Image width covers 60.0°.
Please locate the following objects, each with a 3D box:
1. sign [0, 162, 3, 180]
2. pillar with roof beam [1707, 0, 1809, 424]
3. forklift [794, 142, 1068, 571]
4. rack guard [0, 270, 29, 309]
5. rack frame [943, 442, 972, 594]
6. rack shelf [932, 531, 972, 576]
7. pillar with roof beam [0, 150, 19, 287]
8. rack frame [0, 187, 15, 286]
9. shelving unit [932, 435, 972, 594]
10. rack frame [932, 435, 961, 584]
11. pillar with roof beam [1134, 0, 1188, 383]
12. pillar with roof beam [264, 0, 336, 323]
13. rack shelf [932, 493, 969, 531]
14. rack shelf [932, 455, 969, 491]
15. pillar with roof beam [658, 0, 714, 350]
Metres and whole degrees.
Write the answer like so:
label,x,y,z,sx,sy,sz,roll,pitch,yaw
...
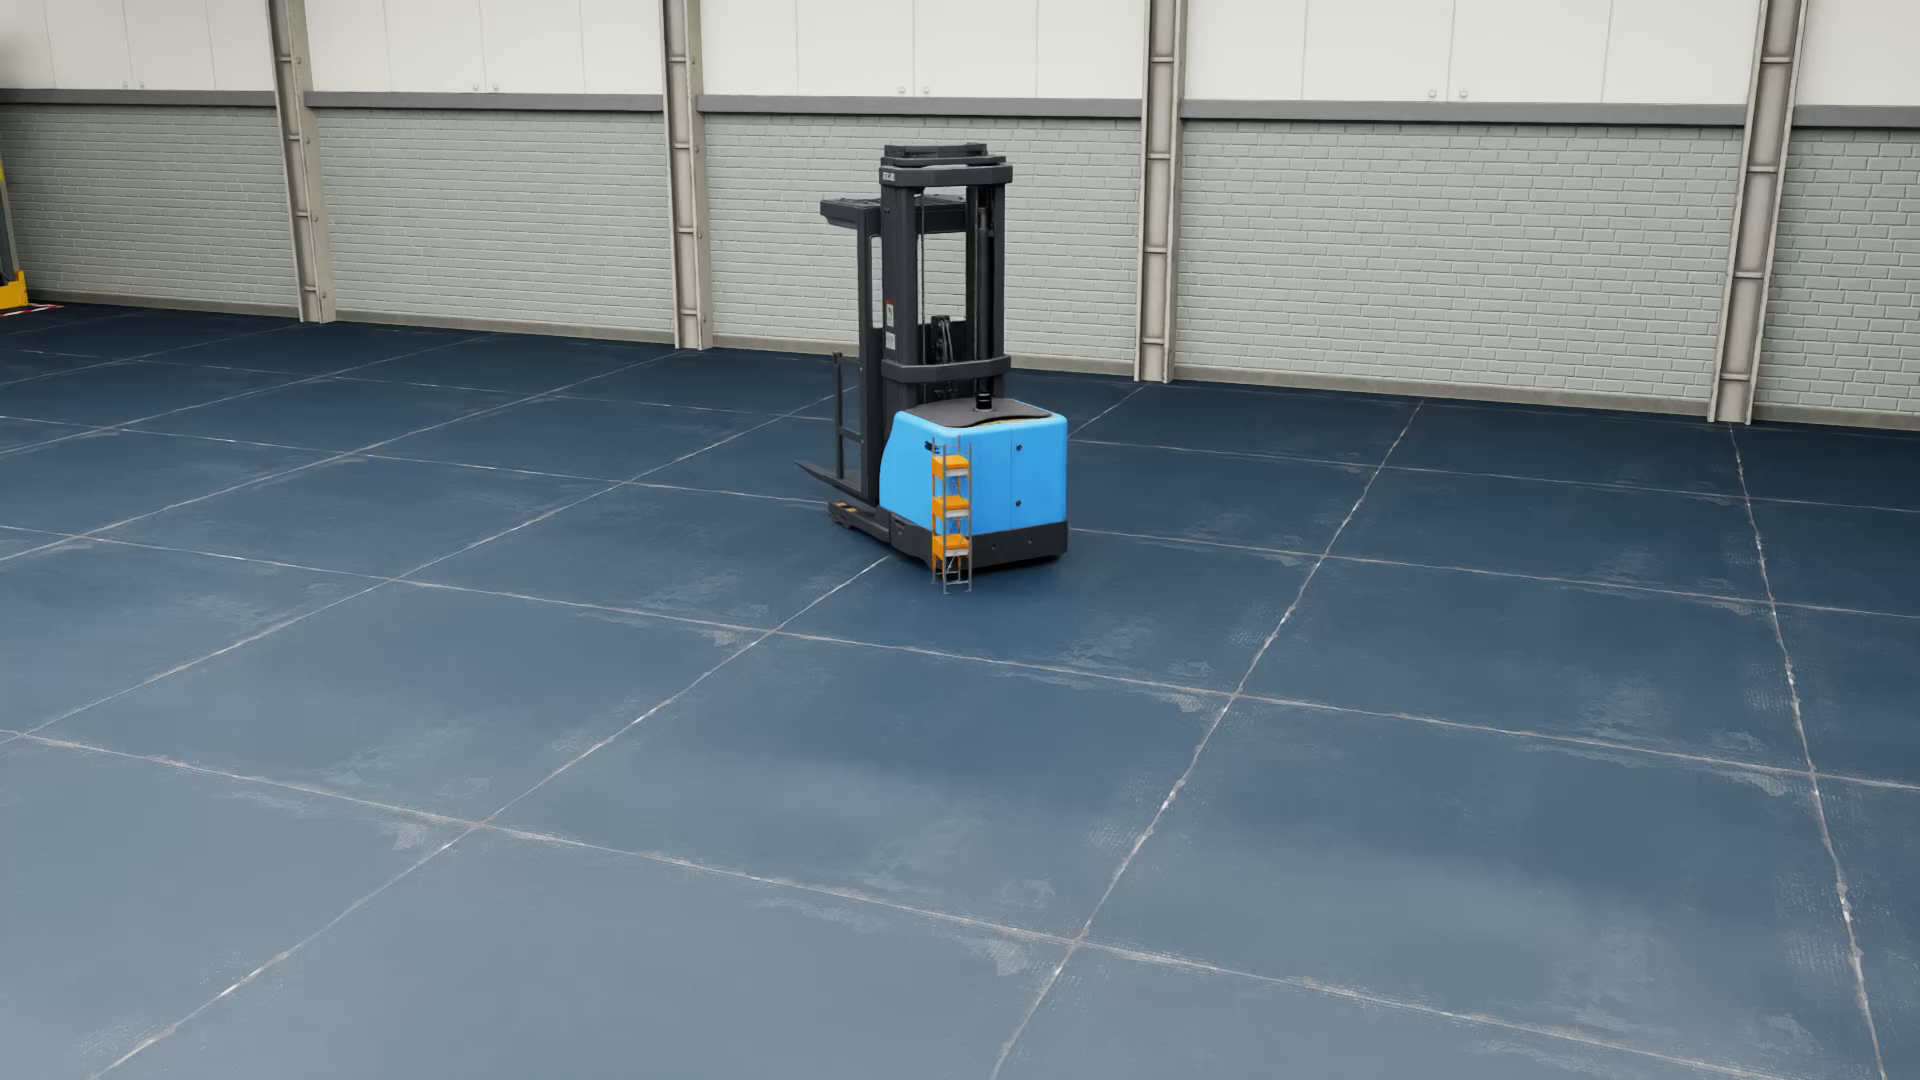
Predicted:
label,x,y,z,sx,sy,sz,roll,pitch,yaw
sign,-14.003,-5.405,24.215,0.005,0.325,0.100,6,17,21
pillar with roof beam,6.217,-4.422,11.765,0.400,9.000,9.100,6,17,21
forklift,-0.380,-1.549,12.752,1.130,2.935,3.031,-9,18,-28
rack guard,-14.190,-3.605,24.193,0.348,0.500,1.175,6,17,21
rack frame,-0.017,-0.141,11.278,0.200,1.050,0.008,-5,17,-17
rack shelf,-0.055,0.103,11.470,0.215,0.259,0.240,-5,17,-17
pillar with roof beam,-16.109,-6.877,20.221,0.400,9.000,9.100,6,17,21
rack frame,-14.212,-4.807,23.853,0.127,3.000,1.000,6,17,21
shelving unit,-0.055,-0.174,11.389,0.215,1.050,0.252,-5,17,-17
rack frame,-0.092,-0.206,11.501,0.200,1.050,0.008,-5,17,-17
pillar with roof beam,0.636,-5.036,13.879,0.400,9.000,9.100,6,17,21
pillar with roof beam,-10.527,-6.263,18.107,0.400,9.000,9.100,6,17,21
rack shelf,-0.055,-0.164,11.392,0.215,0.259,0.240,-5,17,-17
rack shelf,-0.055,-0.436,11.313,0.215,0.259,0.240,-5,17,-17
pillar with roof beam,-4.946,-5.649,15.993,0.400,9.000,9.100,6,17,21
